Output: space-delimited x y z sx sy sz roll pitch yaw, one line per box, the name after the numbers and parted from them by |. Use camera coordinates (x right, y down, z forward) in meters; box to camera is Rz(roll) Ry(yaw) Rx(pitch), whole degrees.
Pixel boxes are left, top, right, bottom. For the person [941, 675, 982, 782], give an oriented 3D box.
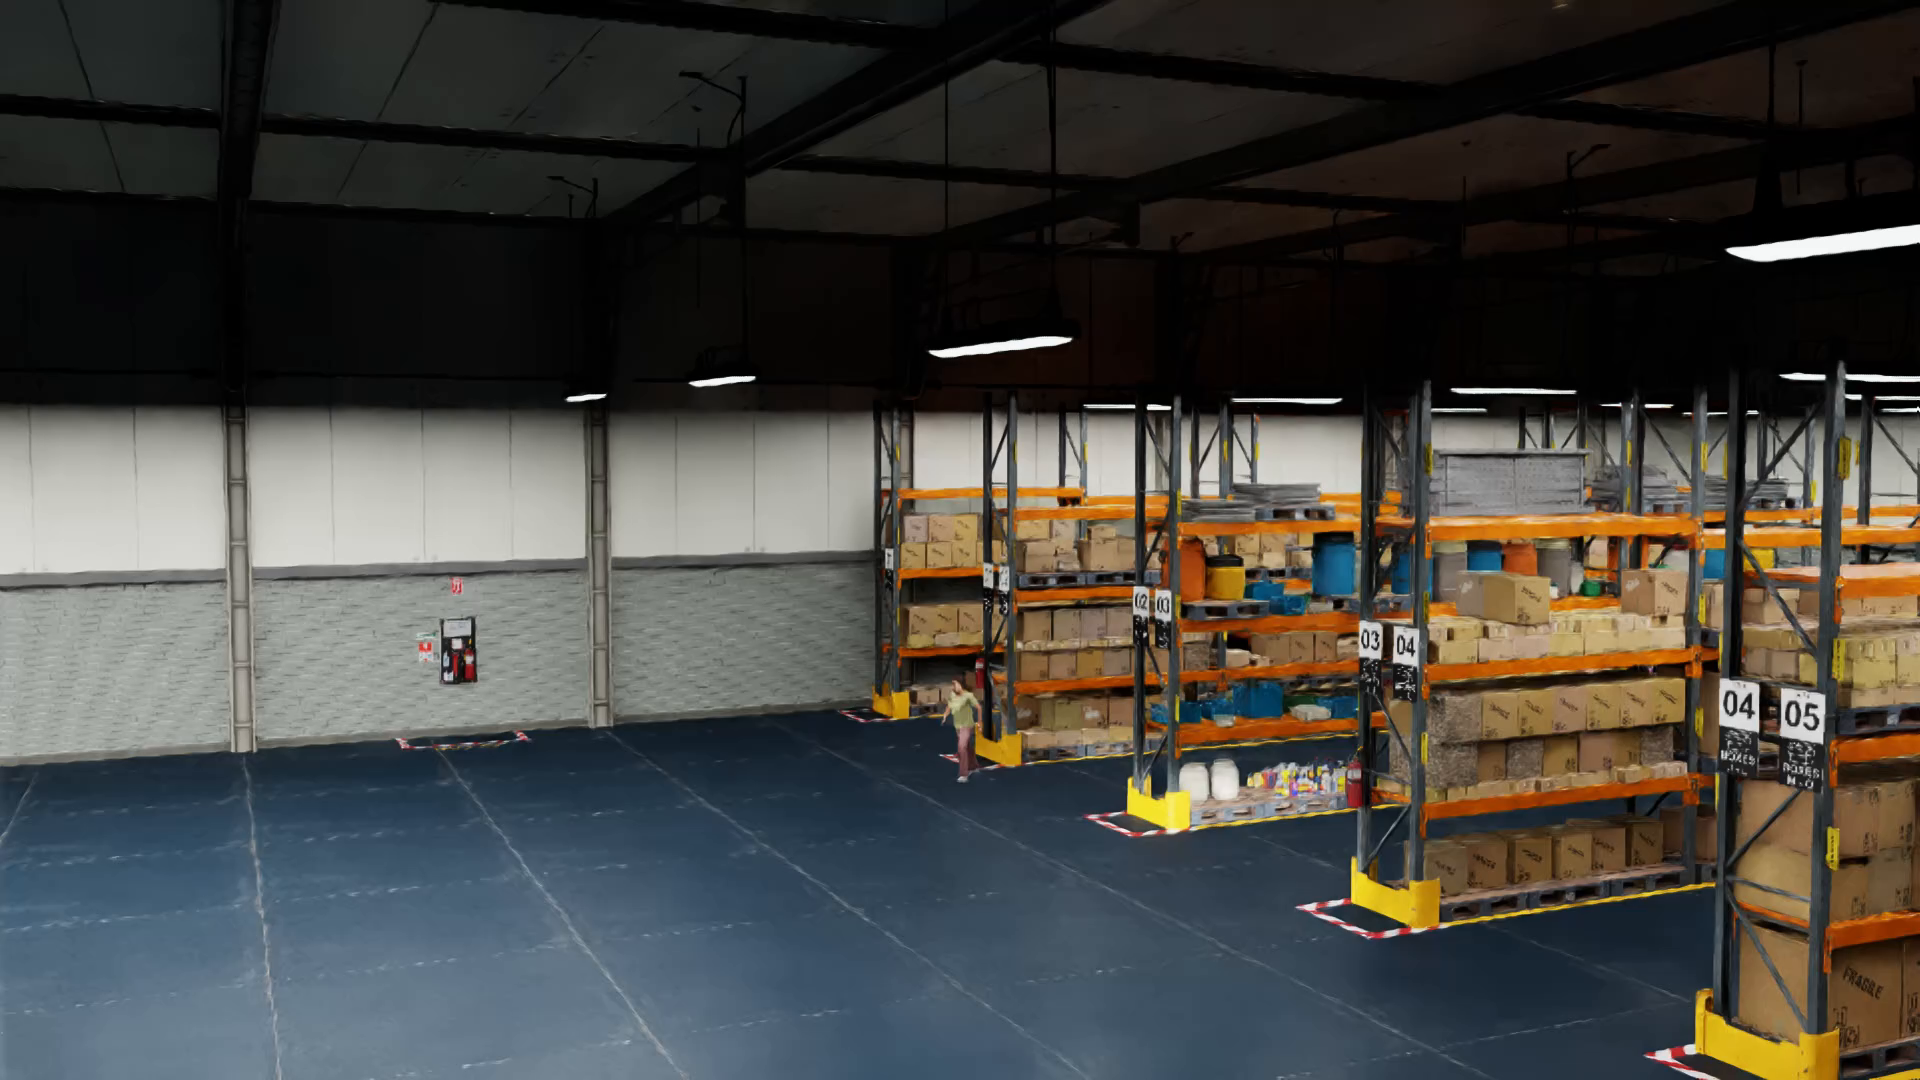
0.078 2.864 25.549 0.811 1.603 0.615 -3 5 -42 | person
